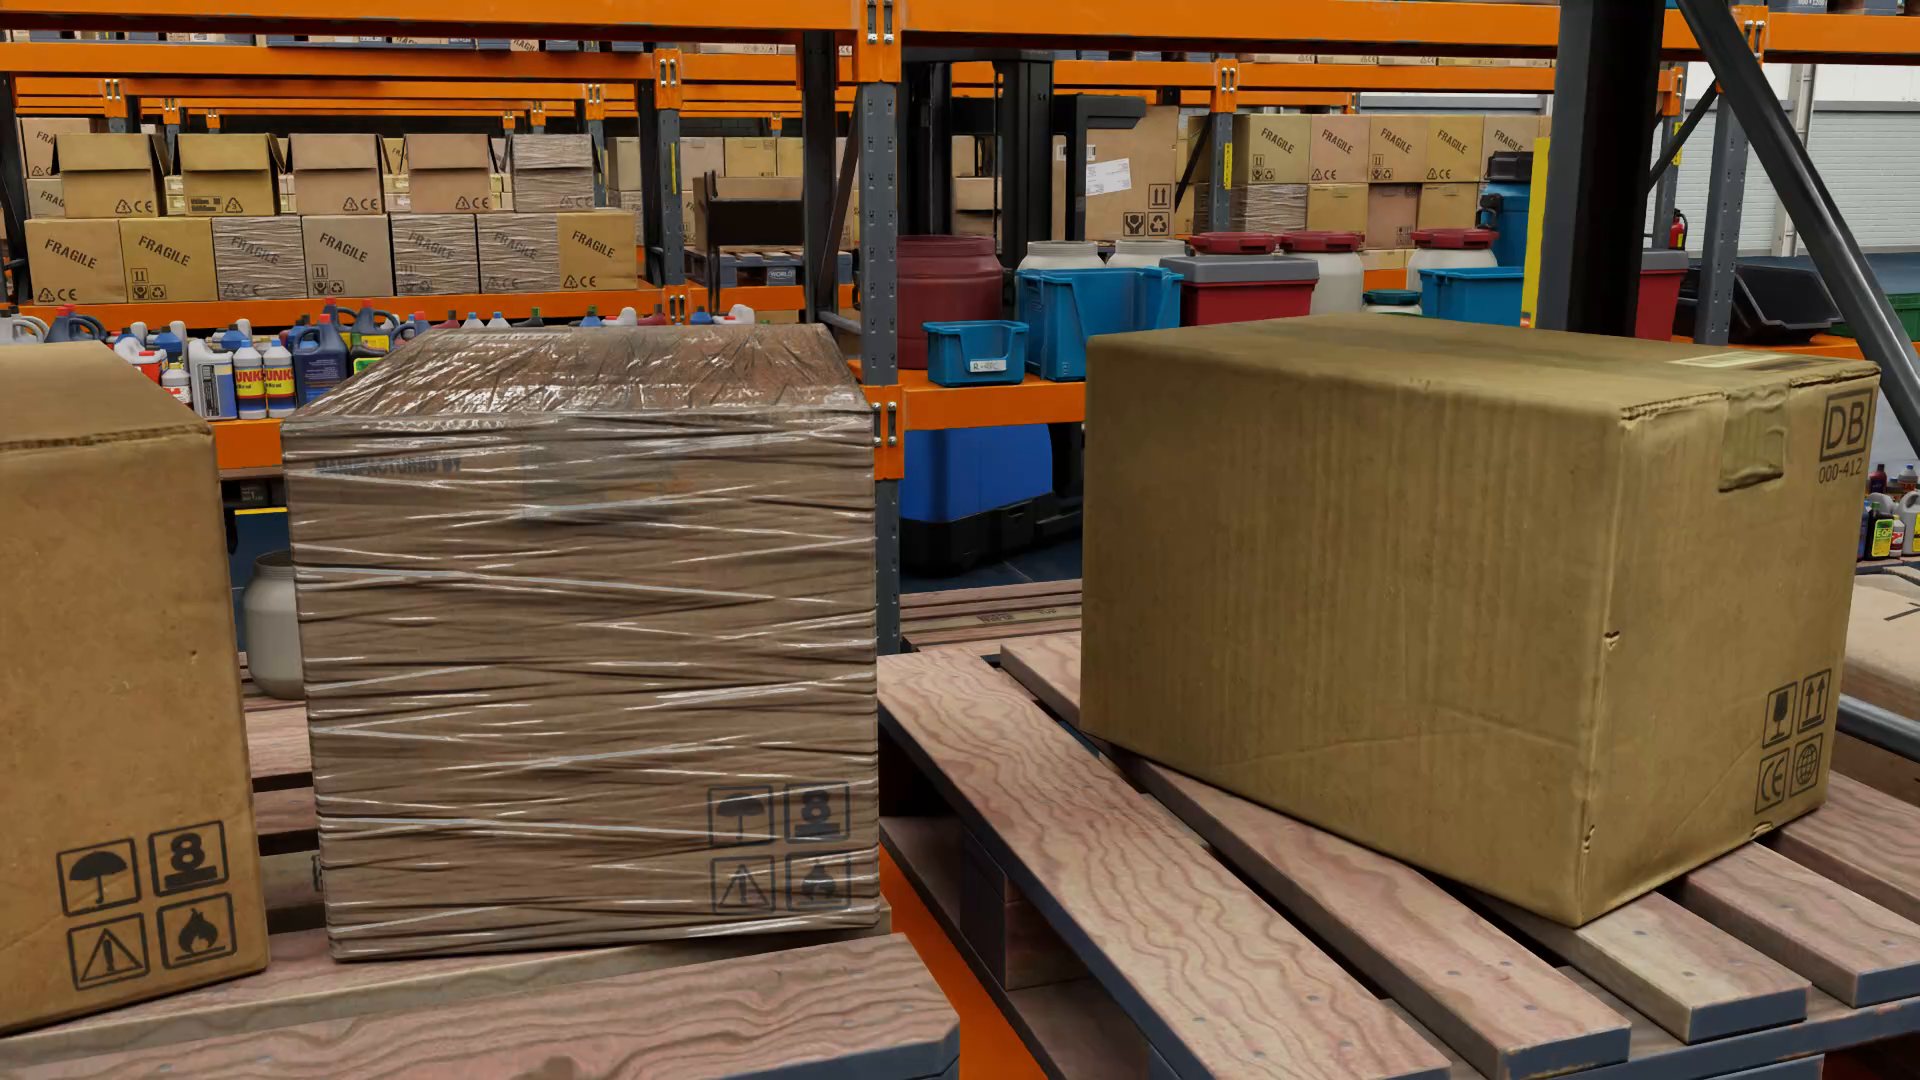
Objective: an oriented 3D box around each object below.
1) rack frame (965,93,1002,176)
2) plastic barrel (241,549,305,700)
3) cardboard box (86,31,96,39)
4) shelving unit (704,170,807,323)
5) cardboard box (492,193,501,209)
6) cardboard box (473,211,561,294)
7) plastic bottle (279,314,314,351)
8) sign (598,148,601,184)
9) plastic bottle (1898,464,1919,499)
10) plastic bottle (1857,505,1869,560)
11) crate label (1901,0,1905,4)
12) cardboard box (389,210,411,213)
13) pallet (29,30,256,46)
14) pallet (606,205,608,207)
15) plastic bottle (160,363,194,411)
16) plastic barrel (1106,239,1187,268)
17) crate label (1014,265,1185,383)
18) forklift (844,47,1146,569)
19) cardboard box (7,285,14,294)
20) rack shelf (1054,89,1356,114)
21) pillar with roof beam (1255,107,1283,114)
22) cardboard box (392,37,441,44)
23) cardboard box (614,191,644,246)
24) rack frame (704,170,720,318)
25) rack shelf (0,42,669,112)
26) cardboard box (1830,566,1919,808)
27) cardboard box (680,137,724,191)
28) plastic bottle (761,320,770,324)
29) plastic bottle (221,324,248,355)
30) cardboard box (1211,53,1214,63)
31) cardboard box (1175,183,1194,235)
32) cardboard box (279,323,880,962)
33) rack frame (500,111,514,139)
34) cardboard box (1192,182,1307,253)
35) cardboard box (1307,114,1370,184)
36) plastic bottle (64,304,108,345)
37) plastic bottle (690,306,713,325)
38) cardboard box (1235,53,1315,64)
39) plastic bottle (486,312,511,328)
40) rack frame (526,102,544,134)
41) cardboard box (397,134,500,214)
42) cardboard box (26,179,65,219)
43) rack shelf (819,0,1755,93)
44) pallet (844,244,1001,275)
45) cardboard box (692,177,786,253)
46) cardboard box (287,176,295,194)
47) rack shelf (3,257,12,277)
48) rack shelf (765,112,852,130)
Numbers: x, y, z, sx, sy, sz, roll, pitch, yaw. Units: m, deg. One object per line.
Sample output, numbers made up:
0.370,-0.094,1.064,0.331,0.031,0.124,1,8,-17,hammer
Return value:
0.268,-3.354,17.262,0.127,3.000,1.000,-4,14,-18,rack frame
-2.492,0.313,6.313,0.421,0.512,0.421,0,13,0,plastic barrel
-7.846,-4.410,14.464,0.500,0.250,0.500,-4,14,-16,cardboard box
-1.031,-0.860,8.721,0.503,2.100,0.431,0,13,-2,shelving unit
-4.347,-3.109,15.225,0.250,0.149,0.380,-4,14,-17,cardboard box
-2.900,-1.886,10.873,0.500,0.500,0.500,-5,14,-19,cardboard box
-2.601,-0.744,6.539,0.133,0.283,0.061,-4,14,-18,plastic bottle
-3.341,-3.465,15.398,0.005,0.325,0.100,-4,14,-18,sign
5.308,-0.289,9.321,0.097,0.271,0.097,0,13,0,plastic bottle
4.410,-0.080,8.272,0.185,0.351,0.144,-5,14,-20,plastic bottle
5.246,-2.789,8.725,0.408,0.251,0.502,-4,14,-18,crate label
-3.557,-1.959,11.180,0.500,0.500,0.500,-5,14,-19,cardboard box
-4.974,-3.113,10.180,1.217,0.209,0.805,-5,14,-20,pallet
-4.556,-4.120,20.895,1.003,0.211,1.213,-4,14,-18,pallet
-2.692,-0.507,5.721,0.097,0.201,0.097,0,13,0,plastic bottle
0.849,-1.086,7.483,0.421,0.512,0.421,0,13,0,plastic barrel
0.571,-0.909,6.904,0.616,0.435,0.502,-4,14,-18,crate label
0.391,-1.556,9.850,1.130,2.935,3.031,10,17,36,forklift
-10.466,-2.711,19.186,0.875,0.438,0.875,-5,14,-20,cardboard box
2.164,-4.611,17.618,4.000,0.370,1.077,-4,14,-18,rack shelf
6.911,-8.379,25.424,0.400,9.000,9.100,-4,14,-18,pillar with roof beam
-4.928,-4.393,14.932,0.500,0.500,0.500,-4,14,-18,cardboard box
-3.011,-3.081,15.899,0.500,0.500,0.500,-4,14,-17,cardboard box
-1.275,-0.858,8.714,0.015,2.100,0.400,0,13,-2,rack frame
-3.932,-2.925,10.531,4.000,0.370,1.077,-4,14,-18,rack shelf
1.478,0.235,2.364,0.500,0.311,0.500,-4,14,-15,cardboard box
-2.615,-3.663,16.182,0.500,0.500,0.700,-5,14,-19,cardboard box
-0.704,-0.697,6.344,0.133,0.283,0.061,-4,14,-18,plastic bottle
-2.749,-0.685,6.317,0.097,0.271,0.097,0,13,0,plastic bottle
2.103,-3.736,12.709,0.500,0.250,0.500,-4,14,-16,cardboard box
2.148,-3.578,17.877,0.500,0.550,0.875,-4,14,-18,cardboard box
-0.369,0.053,1.813,0.500,0.500,0.700,-2,13,-7,cardboard box
-6.784,-5.225,25.129,0.127,3.000,1.000,-4,14,-18,rack frame
2.201,-2.472,12.694,0.500,0.500,0.875,-4,14,-18,cardboard box
2.735,-2.953,12.557,0.500,0.500,0.500,-4,14,-18,cardboard box
-3.306,-0.711,6.258,0.185,0.351,0.144,-4,14,-18,plastic bottle
-1.089,-0.851,7.017,0.097,0.271,0.097,0,13,0,plastic bottle
2.263,-3.622,12.231,0.500,0.250,0.500,-5,14,-20,cardboard box
-1.872,-0.790,6.760,0.097,0.271,0.097,0,13,0,plastic bottle
-5.197,-4.137,20.553,0.127,3.000,1.000,-4,14,-18,rack frame
-3.353,-2.402,10.877,0.637,0.503,0.797,-4,14,-17,cardboard box
-7.682,-2.859,14.323,0.500,0.500,0.500,-4,14,-18,cardboard box
1.439,-2.134,7.206,4.000,0.370,1.077,-4,14,-18,rack shelf
-0.173,-2.025,12.090,1.213,0.211,1.003,-4,14,-18,pallet
-1.538,-2.265,11.560,0.500,0.500,0.500,-6,15,-25,cardboard box
-5.808,-3.141,14.714,0.250,0.149,0.380,-5,14,-19,cardboard box
-9.209,-2.266,14.242,4.000,0.370,1.077,-4,14,-18,rack shelf
-1.097,-6.778,26.727,4.000,0.370,1.077,-4,14,-18,rack shelf
